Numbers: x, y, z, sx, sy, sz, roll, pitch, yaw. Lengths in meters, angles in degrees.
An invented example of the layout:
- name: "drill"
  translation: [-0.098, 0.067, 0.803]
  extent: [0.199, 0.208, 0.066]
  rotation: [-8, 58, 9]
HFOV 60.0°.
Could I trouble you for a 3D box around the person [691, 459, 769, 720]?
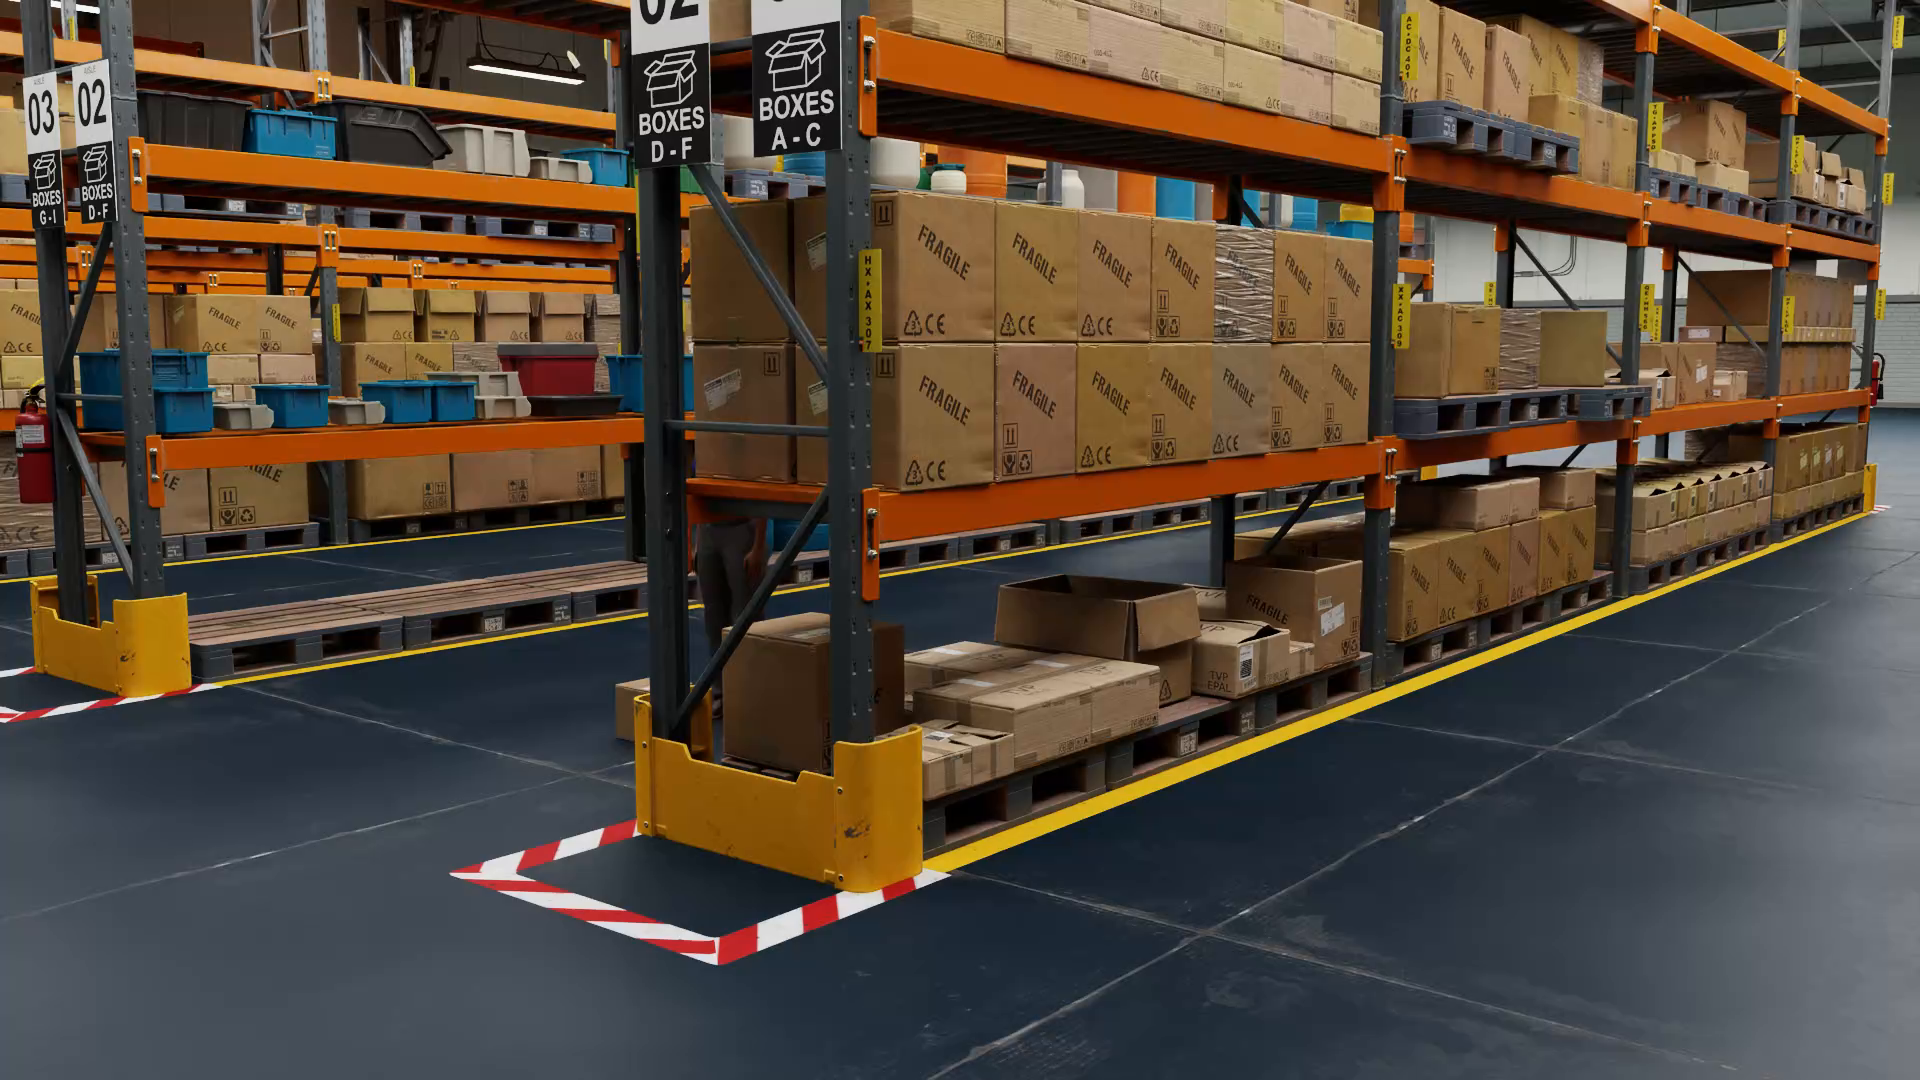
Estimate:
- name: "person"
  translation: [-1.092, 0.045, 7.910]
  extent: [0.468, 1.679, 0.318]
  rotation: [6, 9, 40]
